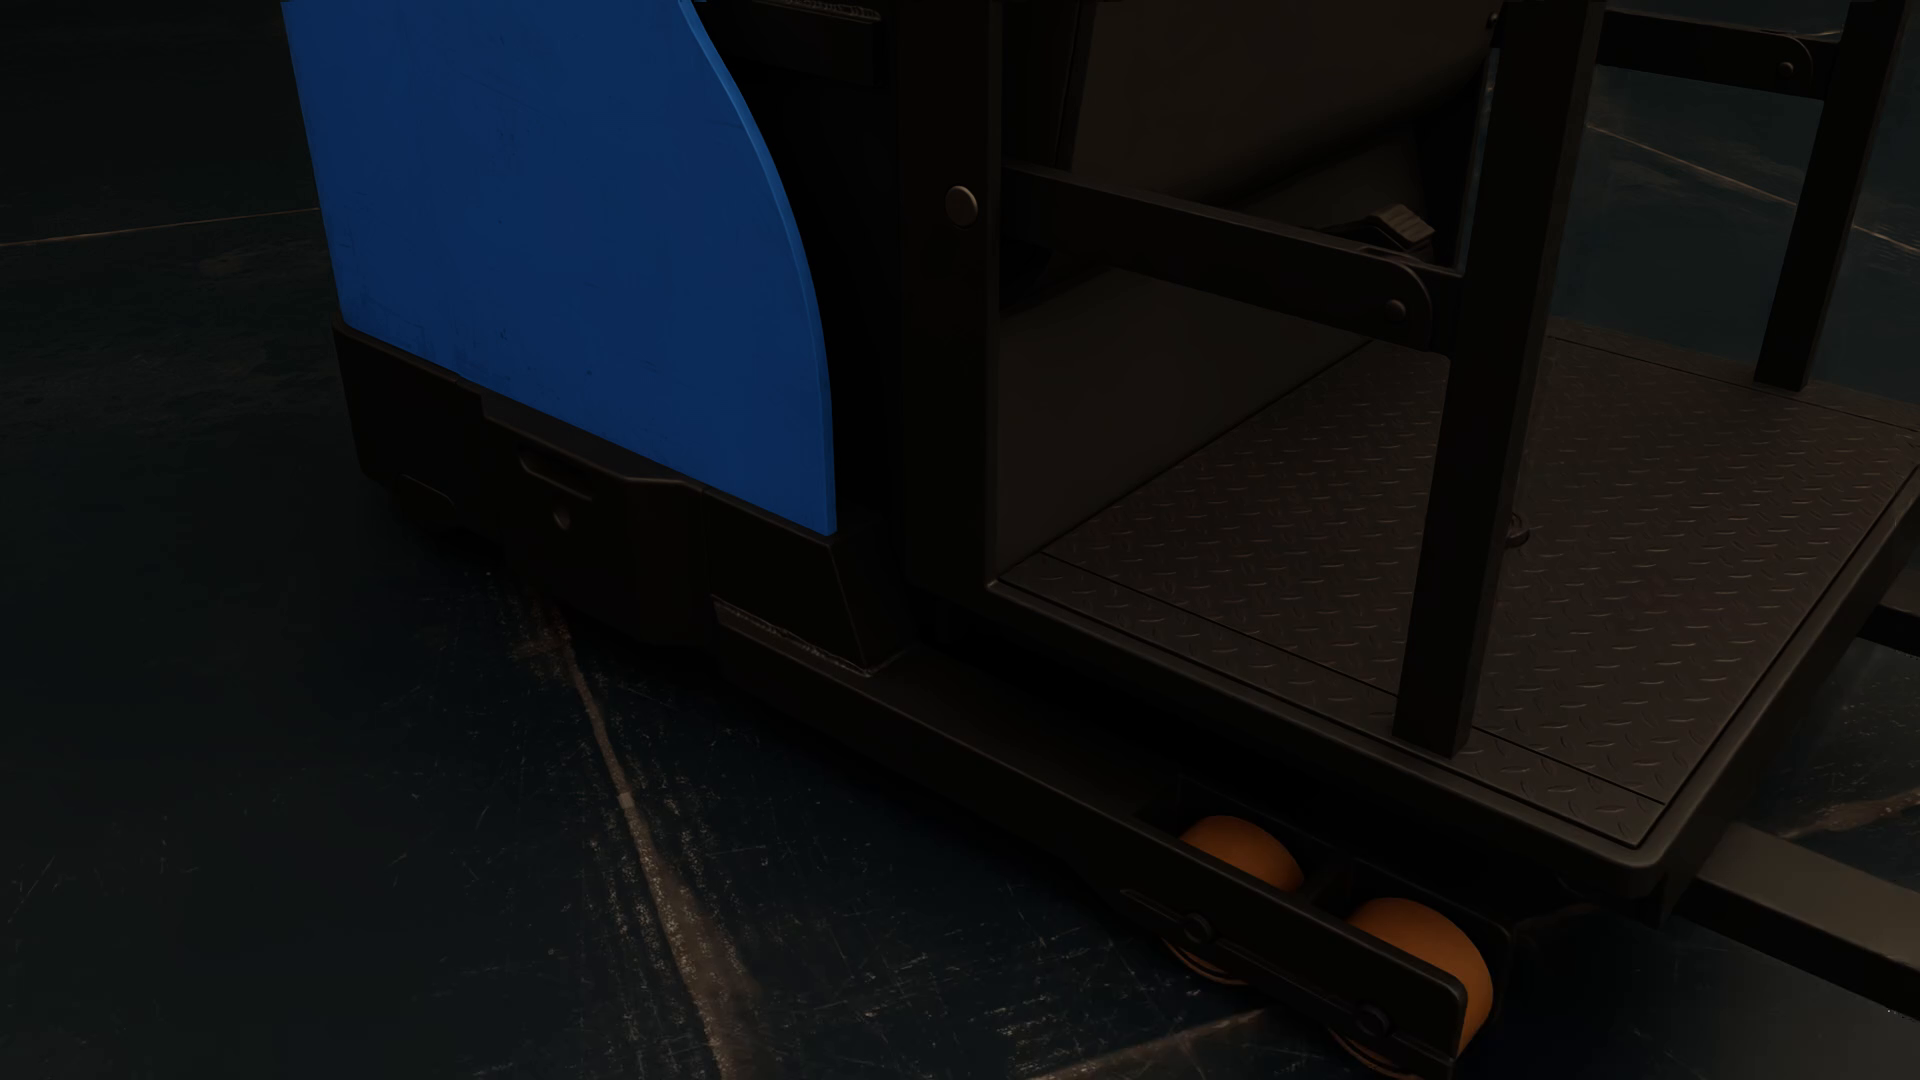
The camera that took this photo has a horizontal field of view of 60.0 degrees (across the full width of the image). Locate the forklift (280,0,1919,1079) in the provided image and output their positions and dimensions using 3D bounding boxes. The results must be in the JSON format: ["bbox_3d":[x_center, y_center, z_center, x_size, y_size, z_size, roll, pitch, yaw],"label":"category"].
[{"bbox_3d":[0.526,-1.056,1.393,3.031,2.935,1.130,22,37,34],"label":"forklift"}]
